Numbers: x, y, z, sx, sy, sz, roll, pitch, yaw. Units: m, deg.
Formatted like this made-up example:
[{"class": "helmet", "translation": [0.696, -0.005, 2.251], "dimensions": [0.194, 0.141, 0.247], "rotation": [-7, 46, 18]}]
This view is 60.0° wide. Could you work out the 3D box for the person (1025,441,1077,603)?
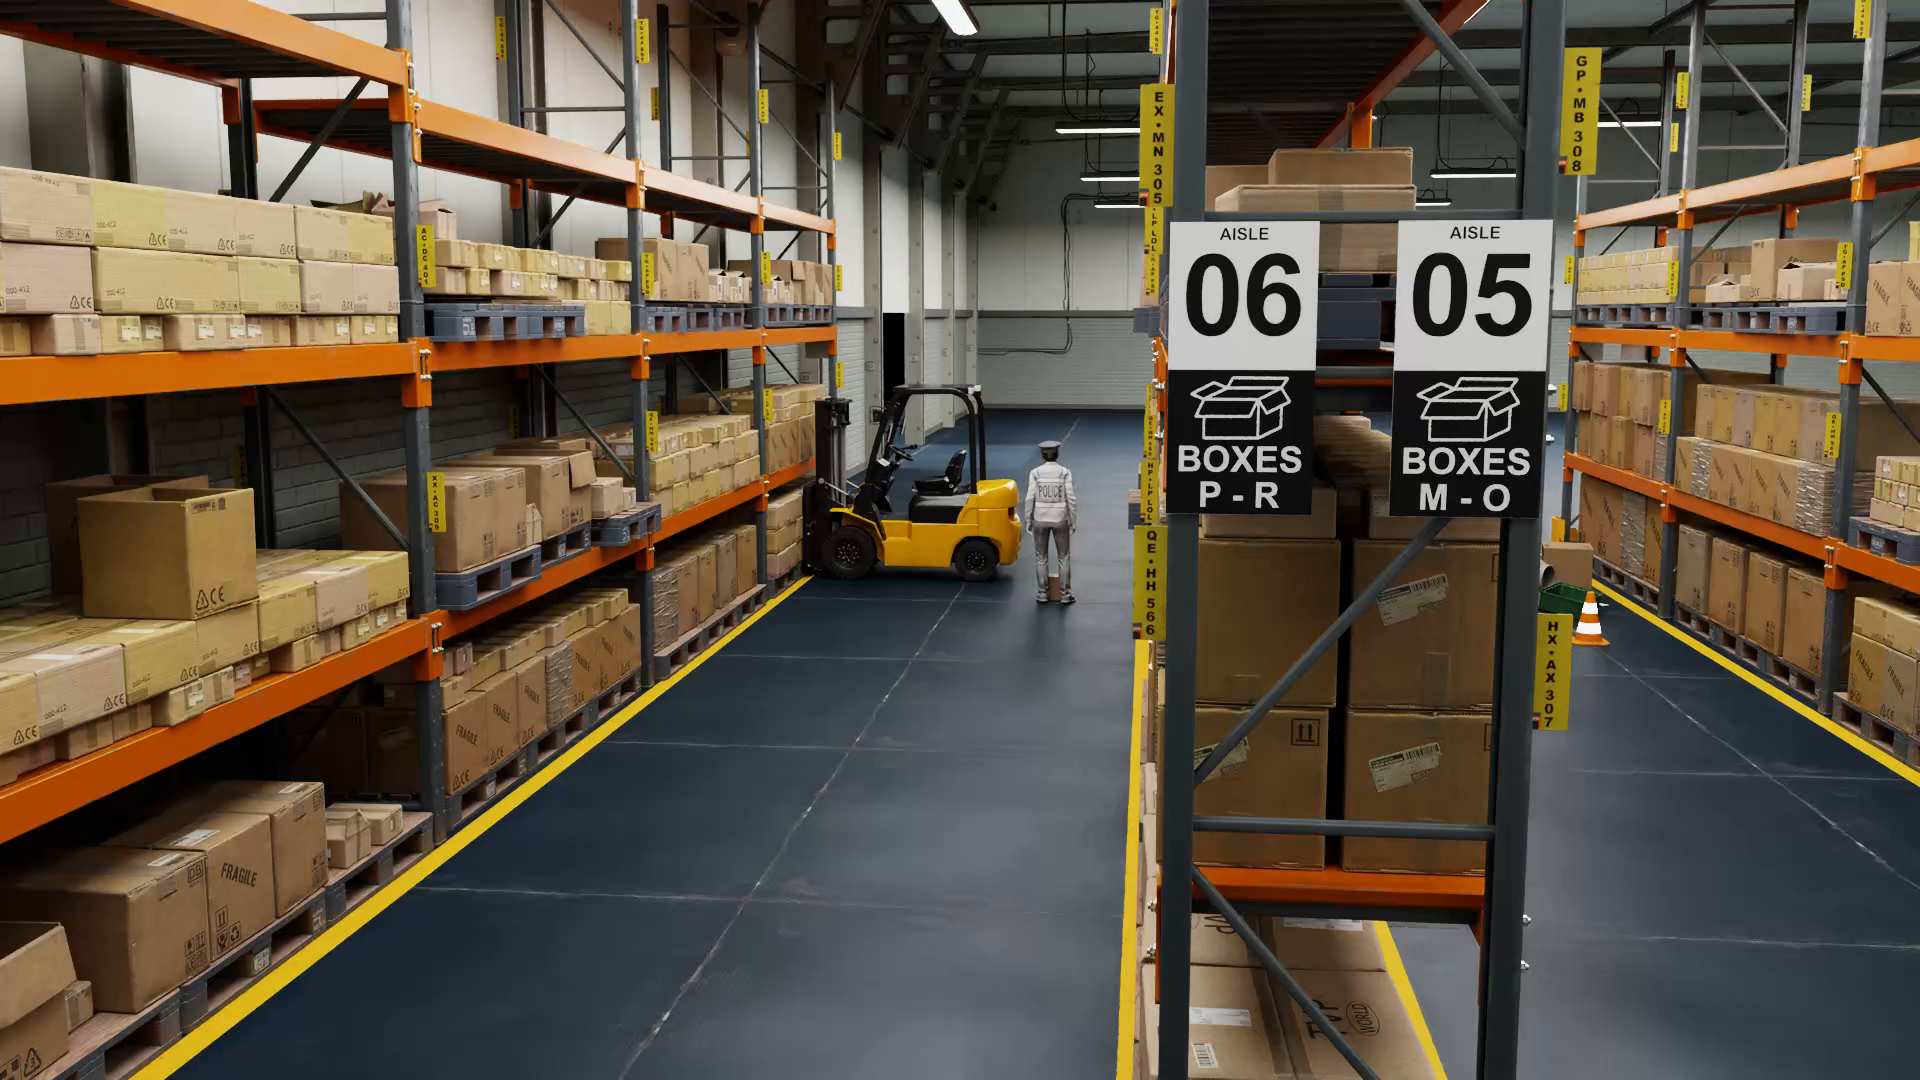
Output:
[{"class": "person", "translation": [0.937, -0.180, 17.122], "dimensions": [0.532, 1.663, 0.404], "rotation": [1, 8, 6]}]
